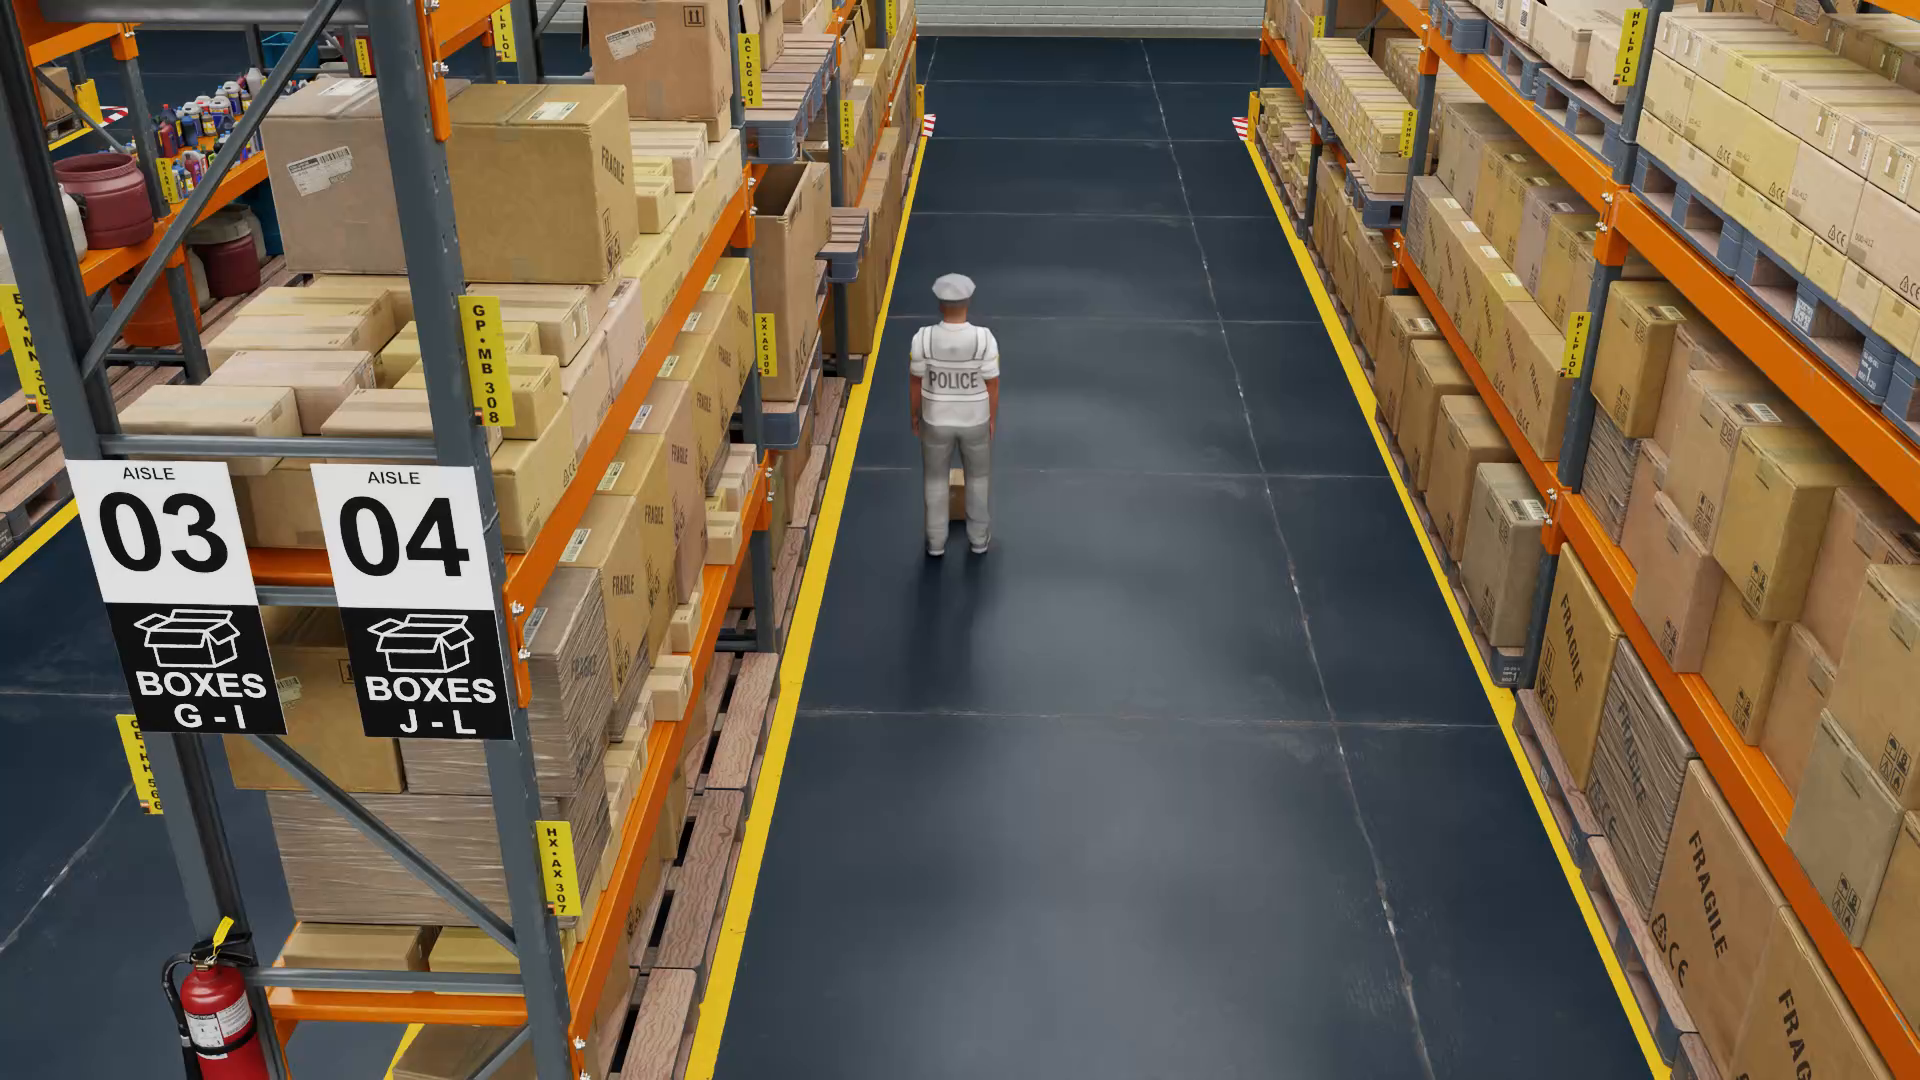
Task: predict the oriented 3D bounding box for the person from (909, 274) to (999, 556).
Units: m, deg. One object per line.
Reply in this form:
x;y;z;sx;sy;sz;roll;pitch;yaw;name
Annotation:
-0.035;-0.733;10.011;0.538;1.787;0.407;0;28;1;person
